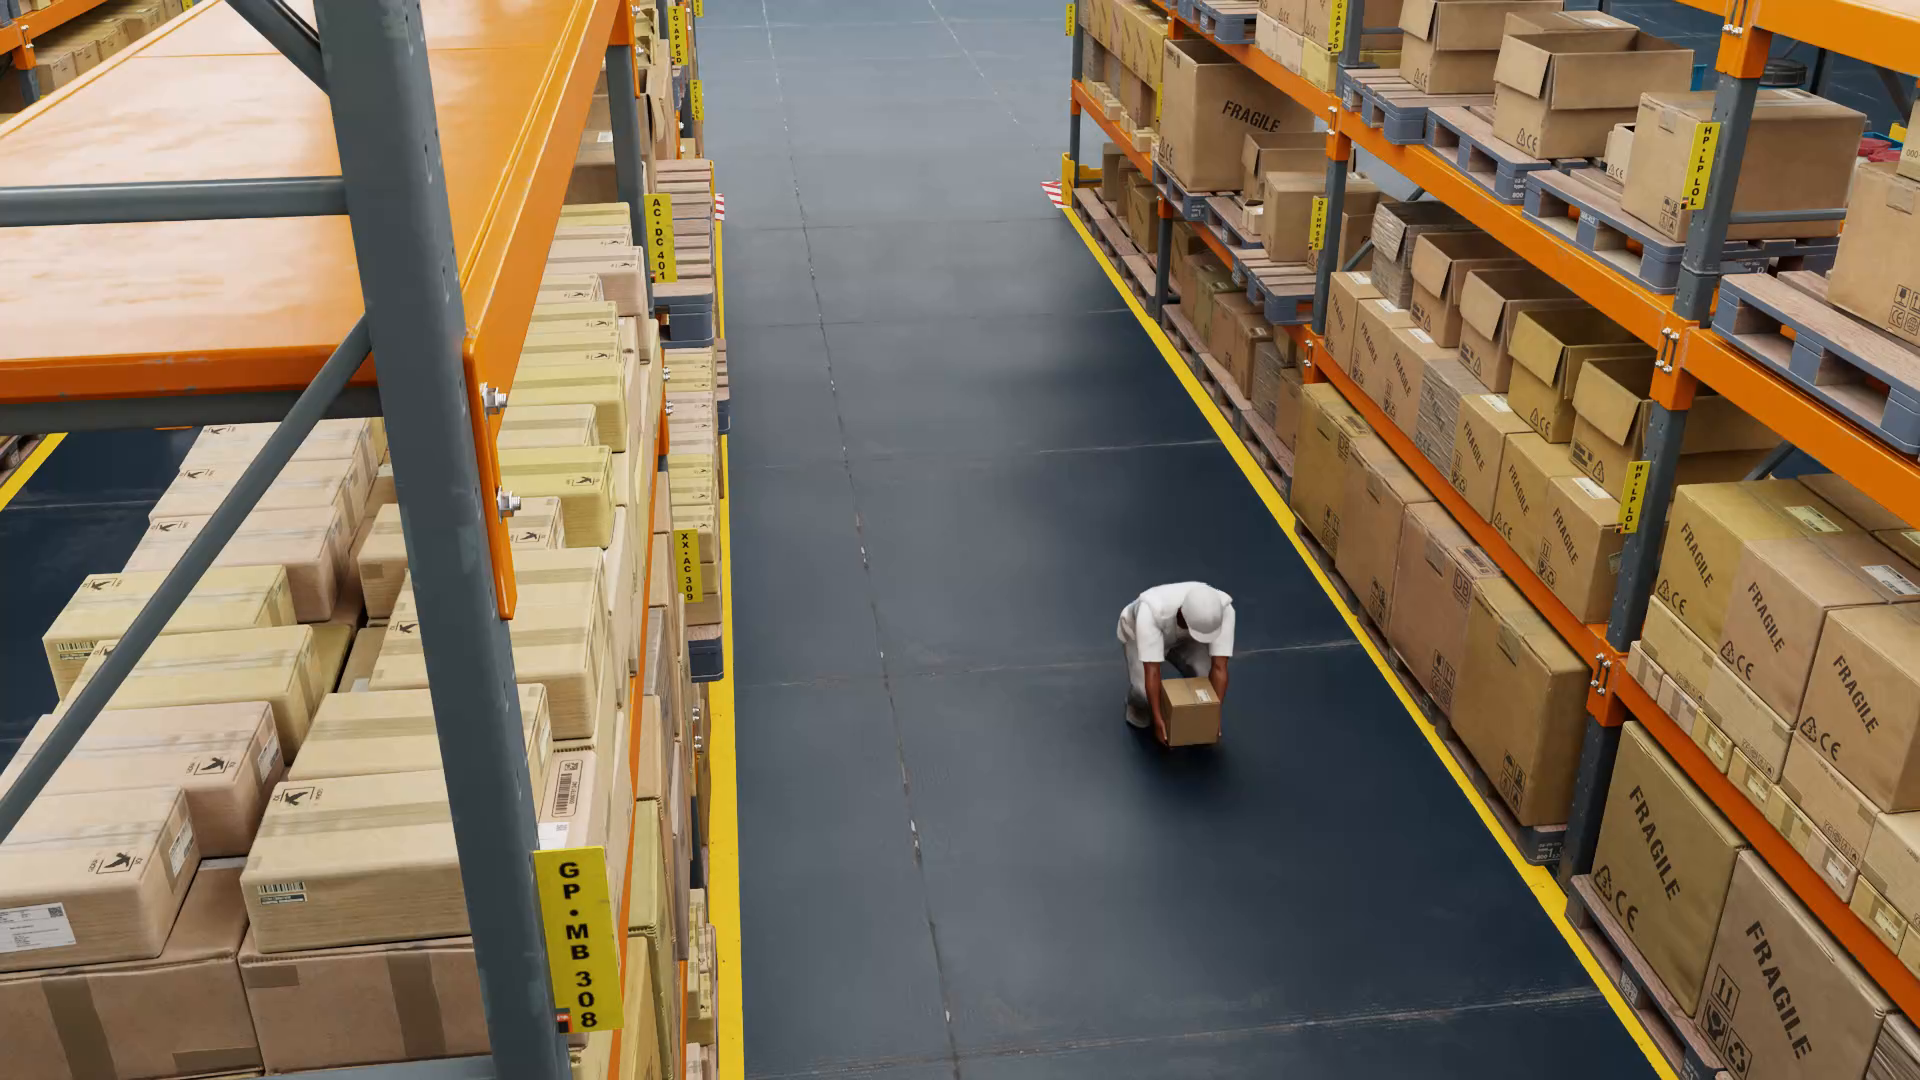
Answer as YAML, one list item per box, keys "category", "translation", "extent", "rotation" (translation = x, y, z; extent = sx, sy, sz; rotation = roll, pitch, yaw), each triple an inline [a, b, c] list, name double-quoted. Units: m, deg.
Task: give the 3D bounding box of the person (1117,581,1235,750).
- category: "person"
  translation: [1.161, 0.576, 8.792]
  extent: [0.547, 1.008, 0.905]
  rotation: [-4, 27, -8]
